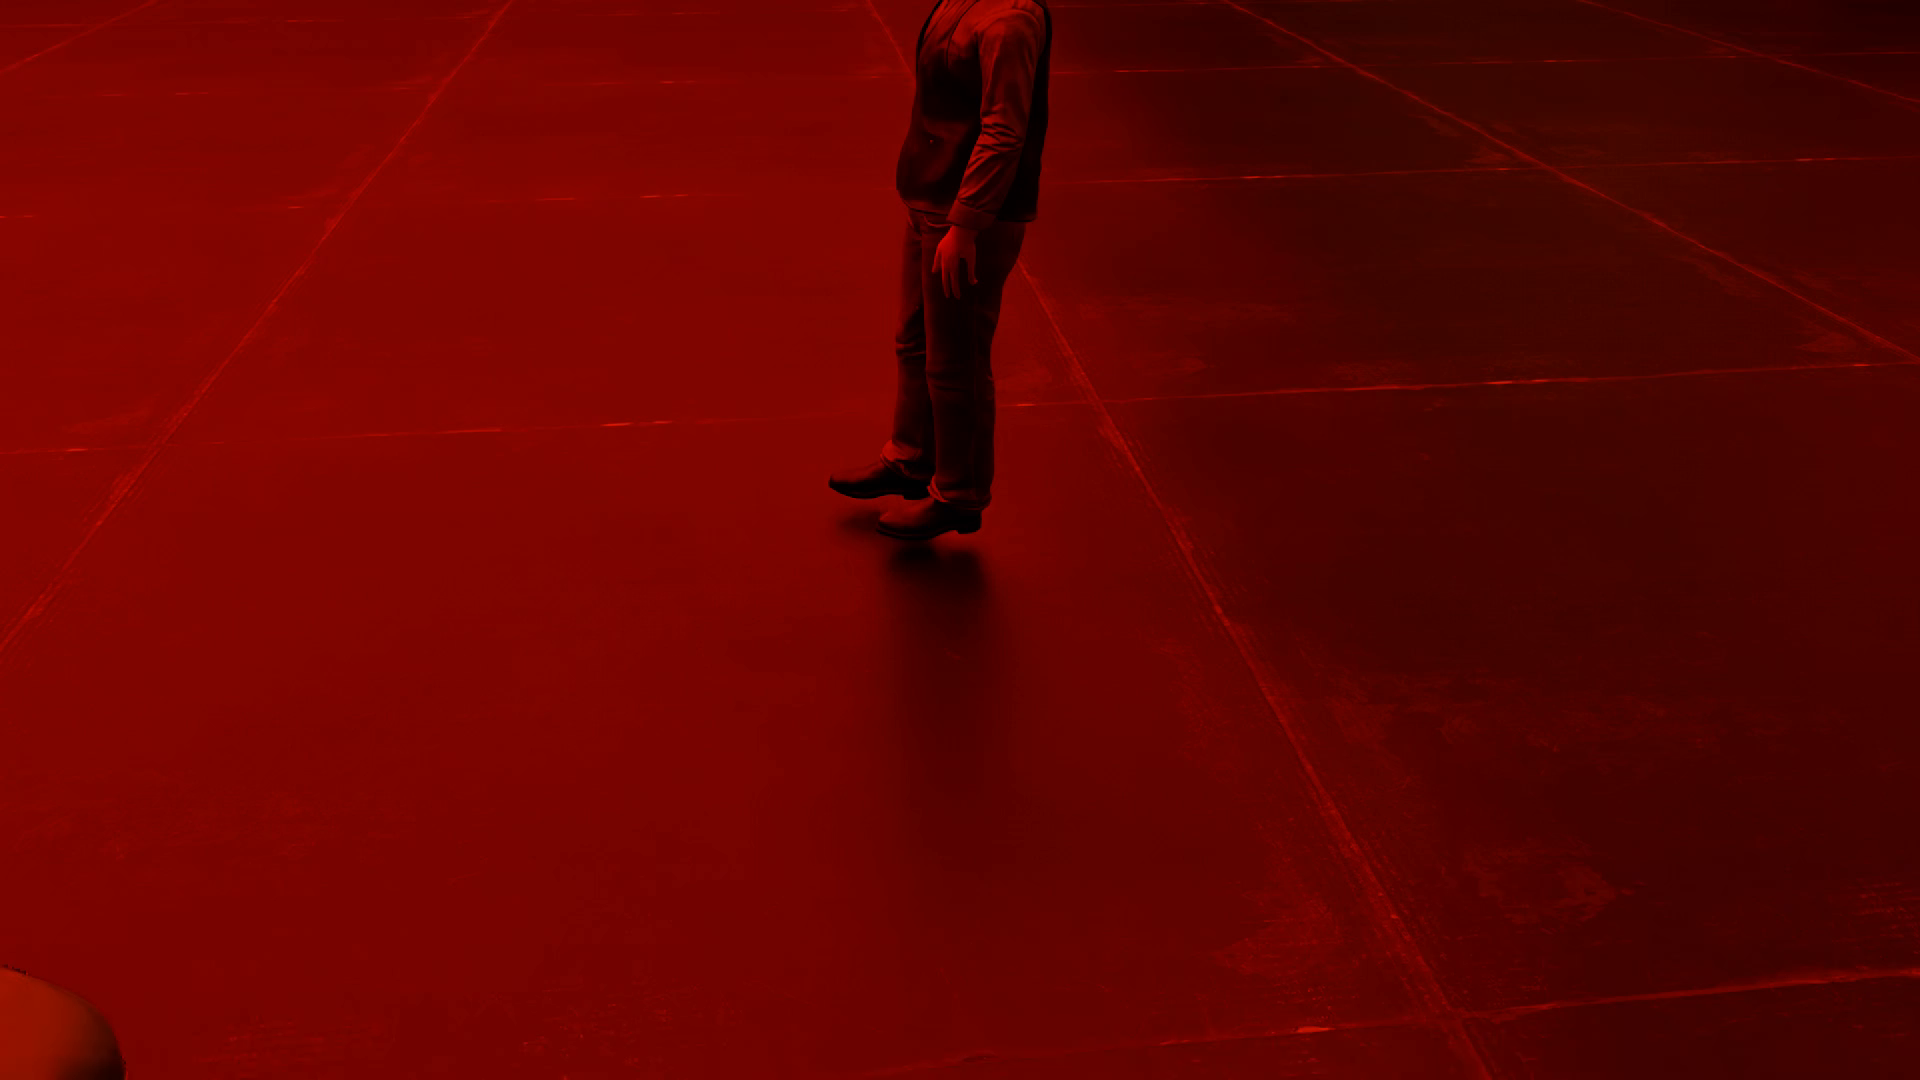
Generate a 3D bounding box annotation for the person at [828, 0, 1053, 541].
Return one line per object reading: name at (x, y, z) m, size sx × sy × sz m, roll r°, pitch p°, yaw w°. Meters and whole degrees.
person at (-0.063, -0.818, 4.210) m, size 0.566 × 1.722 × 0.633 m, roll -3°, pitch 26°, yaw -7°
